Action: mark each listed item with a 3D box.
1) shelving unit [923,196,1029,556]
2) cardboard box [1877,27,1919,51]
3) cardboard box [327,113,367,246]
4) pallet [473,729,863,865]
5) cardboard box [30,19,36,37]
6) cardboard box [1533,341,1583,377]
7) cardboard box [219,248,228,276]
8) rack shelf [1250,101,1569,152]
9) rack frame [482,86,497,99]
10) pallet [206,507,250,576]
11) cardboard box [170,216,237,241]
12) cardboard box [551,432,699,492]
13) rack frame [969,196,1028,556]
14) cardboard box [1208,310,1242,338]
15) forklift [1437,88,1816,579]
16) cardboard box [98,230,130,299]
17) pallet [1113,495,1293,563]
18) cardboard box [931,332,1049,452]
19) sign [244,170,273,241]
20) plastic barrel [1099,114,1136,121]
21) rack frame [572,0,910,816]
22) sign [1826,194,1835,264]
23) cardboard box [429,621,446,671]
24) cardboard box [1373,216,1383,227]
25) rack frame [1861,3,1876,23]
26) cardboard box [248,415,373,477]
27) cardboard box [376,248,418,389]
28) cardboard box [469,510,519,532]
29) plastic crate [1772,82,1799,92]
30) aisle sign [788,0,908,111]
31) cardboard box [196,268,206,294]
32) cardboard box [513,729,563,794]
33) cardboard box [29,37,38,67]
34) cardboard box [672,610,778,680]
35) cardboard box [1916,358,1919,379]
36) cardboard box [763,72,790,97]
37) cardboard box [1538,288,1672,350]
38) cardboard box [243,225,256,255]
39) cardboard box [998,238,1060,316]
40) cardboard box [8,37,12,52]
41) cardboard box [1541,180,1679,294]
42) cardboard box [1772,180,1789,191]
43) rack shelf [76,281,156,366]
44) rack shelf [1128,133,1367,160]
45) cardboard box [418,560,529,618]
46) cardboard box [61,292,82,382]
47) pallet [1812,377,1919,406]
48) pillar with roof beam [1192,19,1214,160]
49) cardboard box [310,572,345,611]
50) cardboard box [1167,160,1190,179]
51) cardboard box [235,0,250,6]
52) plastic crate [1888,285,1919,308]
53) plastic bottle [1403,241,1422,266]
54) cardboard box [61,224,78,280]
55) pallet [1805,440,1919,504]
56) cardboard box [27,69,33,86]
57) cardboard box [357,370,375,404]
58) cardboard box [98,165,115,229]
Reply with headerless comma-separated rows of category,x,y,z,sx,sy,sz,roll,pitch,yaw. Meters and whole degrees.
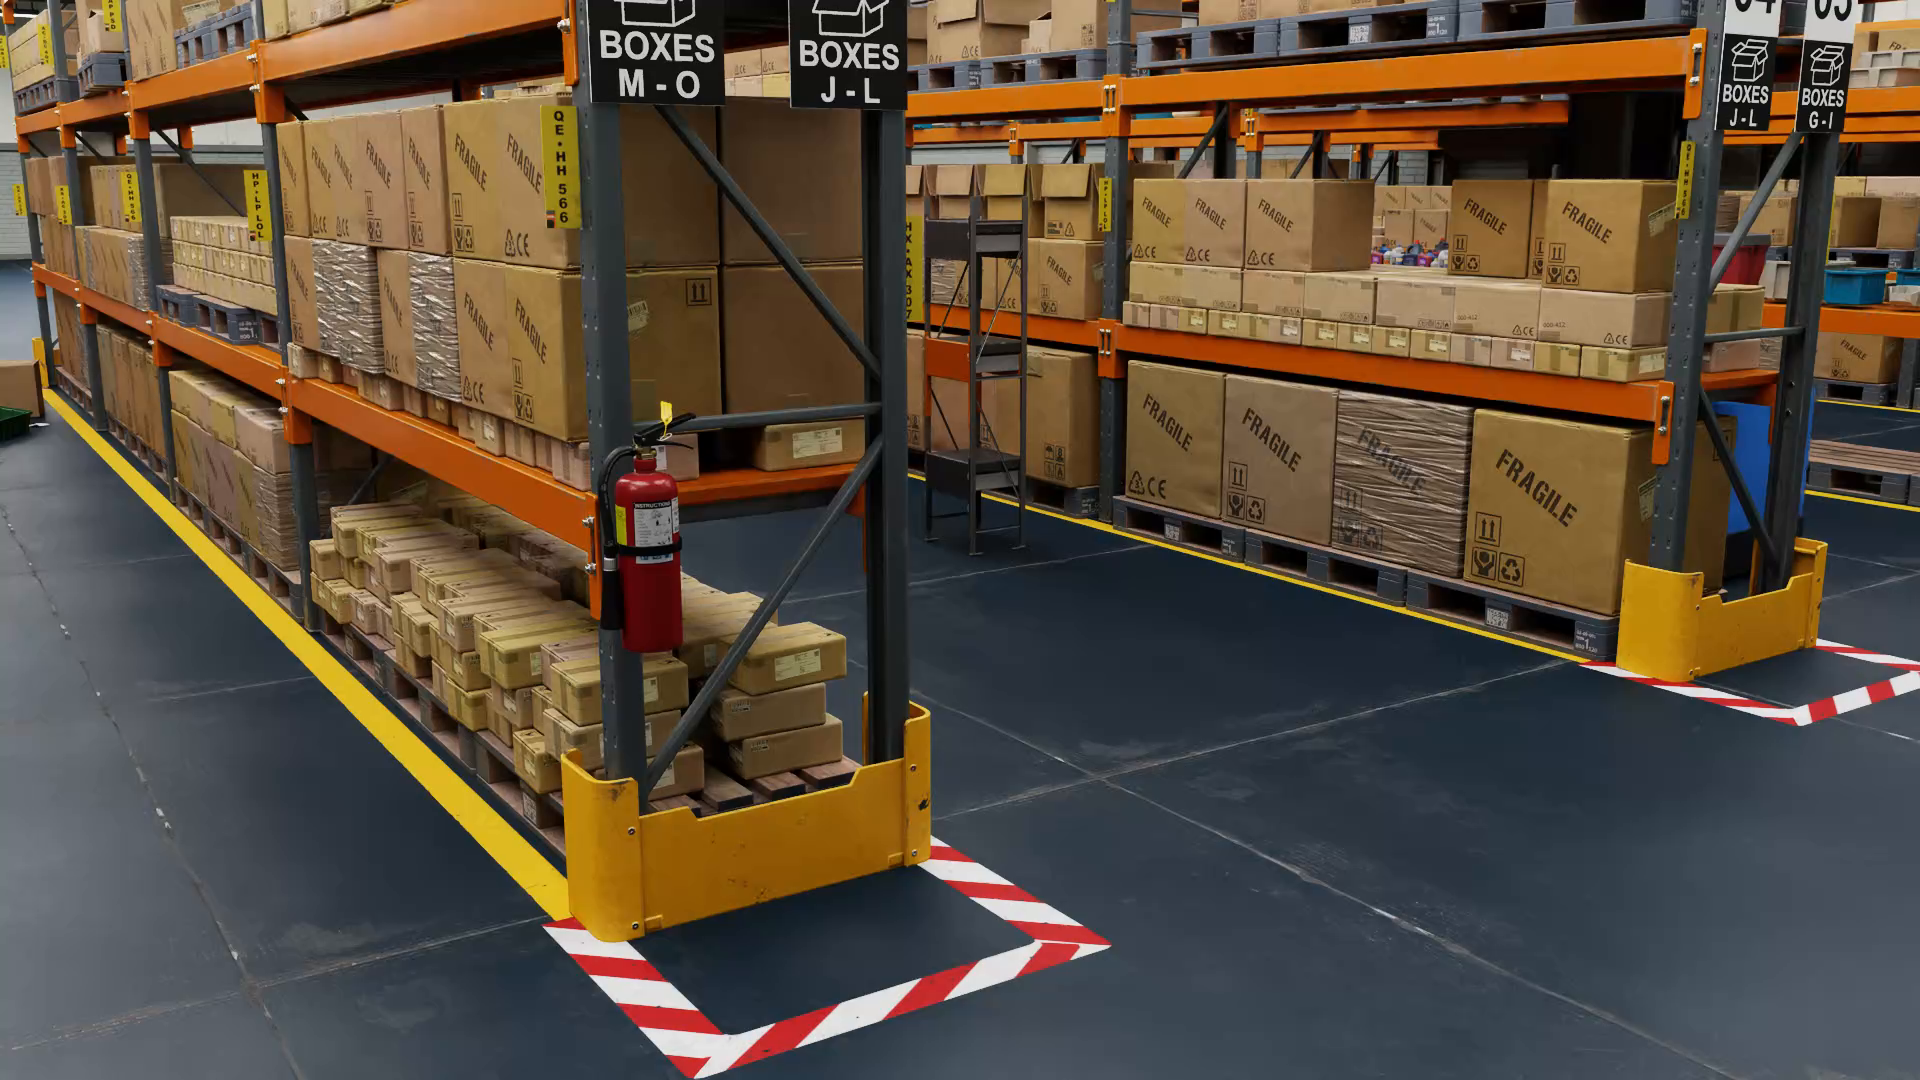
shelving unit,0.092,-0.996,10.003,0.431,2.100,0.503,-8,15,-33
cardboard box,9.389,-4.674,16.242,0.600,0.600,0.600,-10,16,-38
cardboard box,-2.227,-1.456,6.730,0.500,0.500,0.500,-8,15,-32
pallet,-1.074,0.845,6.004,1.003,0.211,1.213,-8,15,-33
cardboard box,-8.290,-4.683,15.238,0.380,0.149,0.250,-8,15,-33
cardboard box,2.957,-0.872,7.916,0.380,0.149,0.250,-8,15,-32
cardboard box,-4.076,-1.620,9.655,0.380,0.149,0.250,-7,14,-31
rack shelf,4.373,-3.692,14.884,1.077,0.370,4.000,-8,15,-33
rack frame,-5.291,-6.701,19.939,1.000,3.000,0.127,-8,15,-33
pallet,-3.940,-0.060,10.141,1.003,0.211,1.213,-8,15,-33
cardboard box,-4.947,-2.045,10.905,0.380,0.149,0.250,-8,15,-33
cardboard box,-1.027,-0.257,5.104,0.380,0.149,0.250,-8,15,-33
rack frame,0.227,-0.953,9.804,0.400,2.100,0.015,-8,15,-33
cardboard box,1.683,-1.281,9.786,0.380,0.149,0.250,-9,15,-34
forklift,3.566,-1.462,10.187,1.130,2.935,3.031,-9,15,-37
cardboard box,-6.357,-2.144,12.909,0.500,0.500,0.500,-8,15,-32
pallet,1.714,-0.129,10.457,1.003,0.211,1.213,-8,15,-33
cardboard box,0.490,-1.073,12.238,1.225,0.875,0.875,-9,15,-35
sign,-3.288,-1.566,7.791,0.100,0.325,0.005,-8,15,-33
plastic barrel,1.873,-5.174,18.805,0.600,0.901,0.600,0,12,0
rack frame,-0.611,-0.355,4.965,1.000,3.000,0.127,-8,15,-33
sign,4.039,-1.451,7.762,0.100,0.325,0.005,-8,15,-33
cardboard box,-1.855,0.396,6.522,0.380,0.149,0.250,-7,14,-30
cardboard box,7.086,-5.341,28.068,0.500,0.250,0.500,-9,15,-34
rack frame,11.512,-7.037,21.476,1.000,3.000,0.127,-8,15,-33
cardboard box,-3.451,-0.520,8.829,0.500,0.250,0.500,-9,15,-34
cardboard box,-1.912,-0.870,6.388,0.500,0.500,0.500,-7,14,-30
cardboard box,-2.095,-0.053,7.881,0.380,0.149,0.250,-8,15,-33
plastic crate,5.941,-3.370,12.036,0.497,0.269,0.590,-8,15,-33
aisle sign,-0.321,-1.648,4.790,0.394,0.787,0.004,-8,15,-33
cardboard box,-4.515,-1.613,10.324,0.380,0.149,0.250,-7,14,-30
cardboard box,-1.304,0.730,5.694,0.380,0.149,0.250,-8,14,-31
cardboard box,-8.302,-4.517,15.413,0.500,0.250,0.500,-8,15,-33
cardboard box,-0.872,0.374,5.930,0.380,0.149,0.250,-8,15,-32
cardboard box,9.541,-1.916,16.925,0.500,0.500,0.500,-9,15,-35
cardboard box,-1.326,-3.795,14.023,0.500,0.250,0.500,-8,15,-33
cardboard box,3.084,-1.051,7.802,0.500,0.250,0.500,-8,15,-34
cardboard box,-3.649,-1.628,9.000,0.380,0.149,0.250,-8,15,-33
cardboard box,0.603,-1.824,11.448,0.500,0.500,0.500,-8,14,-31
cardboard box,-9.556,-5.090,17.099,0.380,0.149,0.250,-8,15,-32
cardboard box,3.085,-1.418,7.725,0.500,0.500,0.500,-8,15,-32
cardboard box,11.105,-4.800,22.507,0.380,0.149,0.250,-11,17,-42
rack shelf,-6.152,-1.782,13.174,1.077,0.370,4.000,-8,15,-33
rack shelf,4.066,-5.700,24.068,1.077,0.370,4.000,-8,15,-33
cardboard box,-1.965,0.197,6.737,0.380,0.149,0.250,-8,15,-32
cardboard box,-8.556,-2.099,16.929,0.875,0.875,0.875,-8,15,-34
pallet,9.124,-1.585,17.118,1.003,0.211,1.213,-8,15,-33
pillar with roof beam,1.279,-8.995,30.430,9.100,9.000,0.400,-8,15,-33
cardboard box,-2.893,0.224,8.008,0.380,0.149,0.250,-9,15,-35
cardboard box,3.531,-5.438,24.935,0.700,0.500,0.500,-9,15,-34
cardboard box,-3.574,-3.078,9.169,0.797,0.503,0.637,-8,15,-34
plastic crate,6.592,-1.685,11.523,0.298,0.136,0.250,-8,15,-33
plastic bottle,4.089,-2.519,14.973,0.144,0.351,0.185,-8,15,-33
cardboard box,-7.798,-2.722,15.437,0.875,0.550,0.550,-8,15,-33
pallet,6.600,-0.516,12.229,1.003,0.211,1.213,-8,15,-33
cardboard box,-8.712,-4.429,15.943,0.380,0.149,0.250,-8,15,-32
cardboard box,-2.316,-0.675,7.014,0.380,0.149,0.250,-8,15,-32
cardboard box,-6.693,-2.848,13.789,0.700,0.500,0.500,-8,15,-34
